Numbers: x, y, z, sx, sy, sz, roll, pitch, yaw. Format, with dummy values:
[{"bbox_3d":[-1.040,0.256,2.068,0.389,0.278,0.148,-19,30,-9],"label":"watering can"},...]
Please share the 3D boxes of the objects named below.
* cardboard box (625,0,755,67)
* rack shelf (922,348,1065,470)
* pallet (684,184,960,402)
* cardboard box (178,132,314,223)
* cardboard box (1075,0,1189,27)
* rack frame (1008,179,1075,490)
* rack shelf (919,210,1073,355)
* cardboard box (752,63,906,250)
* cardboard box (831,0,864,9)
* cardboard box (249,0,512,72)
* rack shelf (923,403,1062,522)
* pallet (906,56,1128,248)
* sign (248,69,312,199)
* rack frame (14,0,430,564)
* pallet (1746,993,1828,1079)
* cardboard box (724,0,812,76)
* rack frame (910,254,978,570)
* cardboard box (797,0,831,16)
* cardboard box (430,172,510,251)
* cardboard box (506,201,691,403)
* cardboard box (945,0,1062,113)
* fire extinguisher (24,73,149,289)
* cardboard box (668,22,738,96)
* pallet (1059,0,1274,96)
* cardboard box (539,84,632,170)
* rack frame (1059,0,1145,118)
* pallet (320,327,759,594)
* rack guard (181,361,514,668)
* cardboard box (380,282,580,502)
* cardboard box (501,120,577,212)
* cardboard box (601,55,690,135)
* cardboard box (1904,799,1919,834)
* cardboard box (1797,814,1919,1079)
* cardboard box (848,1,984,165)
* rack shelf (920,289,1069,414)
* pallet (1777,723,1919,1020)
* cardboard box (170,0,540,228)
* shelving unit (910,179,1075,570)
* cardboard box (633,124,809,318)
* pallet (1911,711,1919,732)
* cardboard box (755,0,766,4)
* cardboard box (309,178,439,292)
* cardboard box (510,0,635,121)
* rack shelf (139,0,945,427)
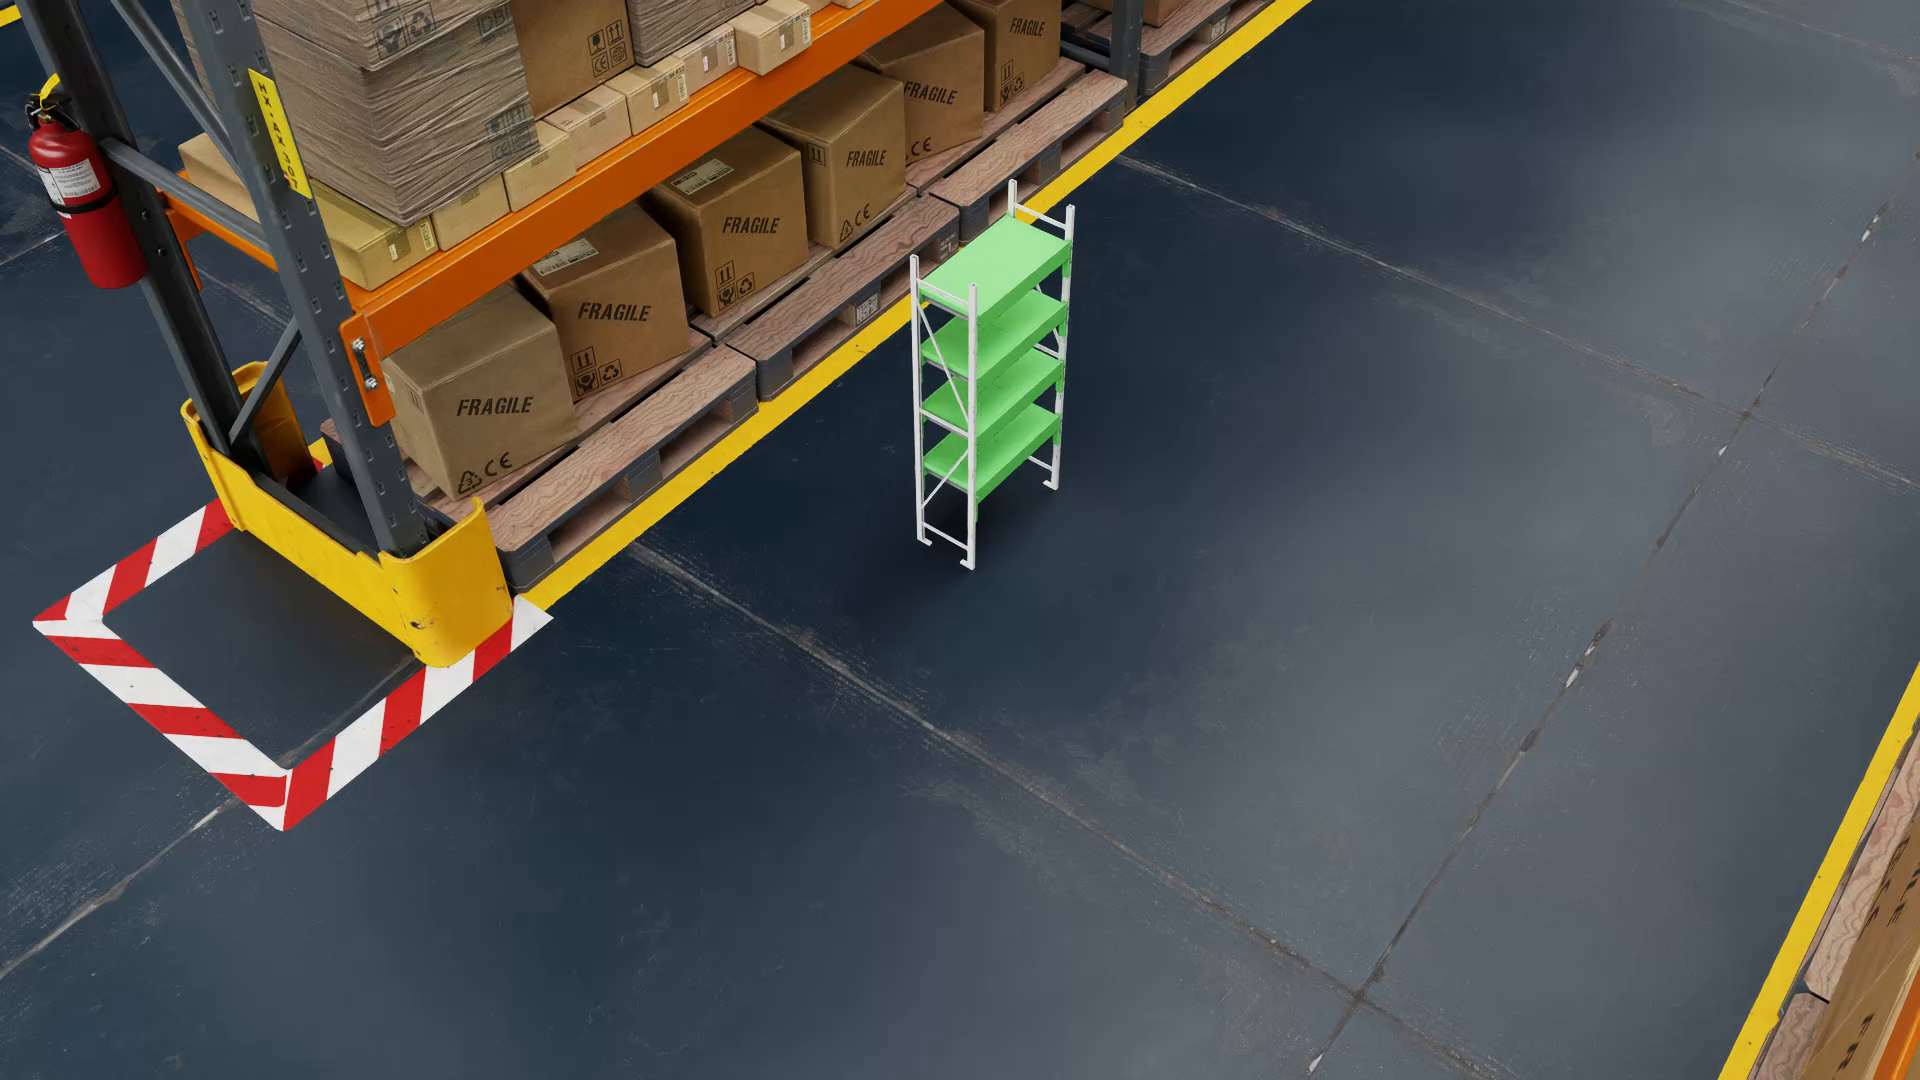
[{"bbox_3d":[-1.160,-1.963,5.276,0.875,0.500,0.500,29,53,25],"label":"cardboard box"},{"bbox_3d":[0.101,-0.465,5.453,0.258,0.148,0.480,29,53,25],"label":"rack shelf"},{"bbox_3d":[-0.752,-1.142,6.695,1.003,0.211,1.213,29,53,25],"label":"pallet"},{"bbox_3d":[-2.058,-1.085,4.886,0.380,0.149,0.250,29,53,25],"label":"cardboard box"},{"bbox_3d":[0.769,-2.836,7.810,0.700,0.500,0.500,25,51,22],"label":"cardboard box"},{"bbox_3d":[0.250,-0.649,5.540,0.240,1.200,0.015,29,53,25],"label":"rack frame"},{"bbox_3d":[0.101,-0.797,5.106,0.258,0.148,0.480,29,53,25],"label":"rack shelf"},{"bbox_3d":[-0.561,-1.555,6.600,0.500,0.500,0.500,25,51,22],"label":"cardboard box"},{"bbox_3d":[-0.451,-2.015,5.774,0.380,0.149,0.250,29,53,25],"label":"cardboard box"},{"bbox_3d":[-1.517,-1.594,4.232,0.500,0.500,0.500,29,53,25],"label":"cardboard box"},{"bbox_3d":[0.101,-0.299,5.626,0.258,0.148,0.480,29,53,25],"label":"rack shelf"},{"bbox_3d":[-0.006,-1.843,7.365,1.003,0.211,1.213,29,53,25],"label":"pallet"},{"bbox_3d":[-1.640,-0.977,4.010,0.100,0.325,0.005,29,53,25],"label":"sign"},{"bbox_3d":[-2.069,-0.917,4.552,1.000,3.000,0.127,29,53,25],"label":"rack frame"},{"bbox_3d":[2.221,1.804,3.880,1.003,0.211,1.213,29,53,25],"label":"pallet"},{"bbox_3d":[-0.712,-1.704,5.477,0.380,0.149,0.250,29,53,25],"label":"cardboard box"},{"bbox_3d":[-0.048,-0.370,5.273,0.240,1.200,0.015,29,53,25],"label":"rack frame"},{"bbox_3d":[-0.664,-1.905,5.669,0.380,0.149,0.250,29,53,25],"label":"cardboard box"},{"bbox_3d":[-1.538,-1.023,4.826,0.380,0.149,0.250,29,53,25],"label":"cardboard box"},{"bbox_3d":[-1.336,-0.906,5.979,0.500,0.500,0.500,-29,53,-25],"label":"cardboard box"},{"bbox_3d":[0.100,-2.277,7.289,0.500,0.500,0.500,28,52,24],"label":"cardboard box"},{"bbox_3d":[-2.504,-1.029,4.712,0.296,0.674,0.183,29,53,25],"label":"fire extinguisher"},{"bbox_3d":[-0.947,-1.606,5.384,0.380,0.149,0.250,29,53,25],"label":"cardboard box"},{"bbox_3d":[0.851,-2.689,8.173,1.003,0.211,1.213,29,53,25],"label":"pallet"},{"bbox_3d":[-1.237,-1.311,5.102,0.380,0.149,0.250,29,53,25],"label":"cardboard box"},{"bbox_3d":[0.377,-3.206,6.738,1.000,3.000,0.127,29,53,25],"label":"rack frame"},{"bbox_3d":[-1.498,-0.447,6.031,1.003,0.211,1.213,29,53,25],"label":"pallet"},{"bbox_3d":[-2.023,-0.097,5.497,1.175,0.500,0.348,29,53,25],"label":"rack guard"},{"bbox_3d":[-1.674,-0.549,5.638,0.500,0.500,0.500,-33,54,-27],"label":"cardboard box"},{"bbox_3d":[-1.373,-1.159,4.957,0.380,0.149,0.250,29,53,25],"label":"cardboard box"},{"bbox_3d":[-1.079,-1.451,5.236,0.380,0.149,0.250,29,53,25],"label":"cardboard box"},{"bbox_3d":[3.252,0.480,4.396,0.875,0.875,0.875,30,53,25],"label":"cardboard box"},{"bbox_3d":[2.693,1.001,3.899,0.875,0.875,0.875,28,53,24],"label":"cardboard box"},{"bbox_3d":[-0.244,-1.945,6.972,0.500,0.500,0.500,-26,52,-23],"label":"cardboard box"},{"bbox_3d":[0.101,-0.631,5.279,0.258,0.148,0.480,29,53,25],"label":"rack shelf"},{"bbox_3d":[2.967,1.109,4.544,1.003,0.211,1.213,29,53,25],"label":"pallet"},{"bbox_3d":[-1.711,-1.357,4.697,0.875,0.500,0.500,29,53,25],"label":"cardboard box"},{"bbox_3d":[0.101,-0.509,5.407,0.258,1.200,0.503,29,53,25],"label":"shelving unit"},{"bbox_3d":[-0.938,-1.256,6.314,0.500,0.500,0.500,34,55,28],"label":"cardboard box"},{"bbox_3d":[3.713,0.408,5.214,1.003,0.211,1.213,29,53,25],"label":"pallet"},{"bbox_3d":[-0.845,-2.244,5.545,0.875,0.500,0.500,29,53,25],"label":"cardboard box"},{"bbox_3d":[-1.706,-0.888,4.698,0.380,0.149,0.250,29,53,25],"label":"cardboard box"},{"bbox_3d":[-1.500,-1.696,5.021,0.875,0.500,0.500,29,53,25],"label":"cardboard box"},{"bbox_3d":[-0.846,-1.813,5.905,1.077,0.370,4.000,29,53,25],"label":"rack shelf"}]
